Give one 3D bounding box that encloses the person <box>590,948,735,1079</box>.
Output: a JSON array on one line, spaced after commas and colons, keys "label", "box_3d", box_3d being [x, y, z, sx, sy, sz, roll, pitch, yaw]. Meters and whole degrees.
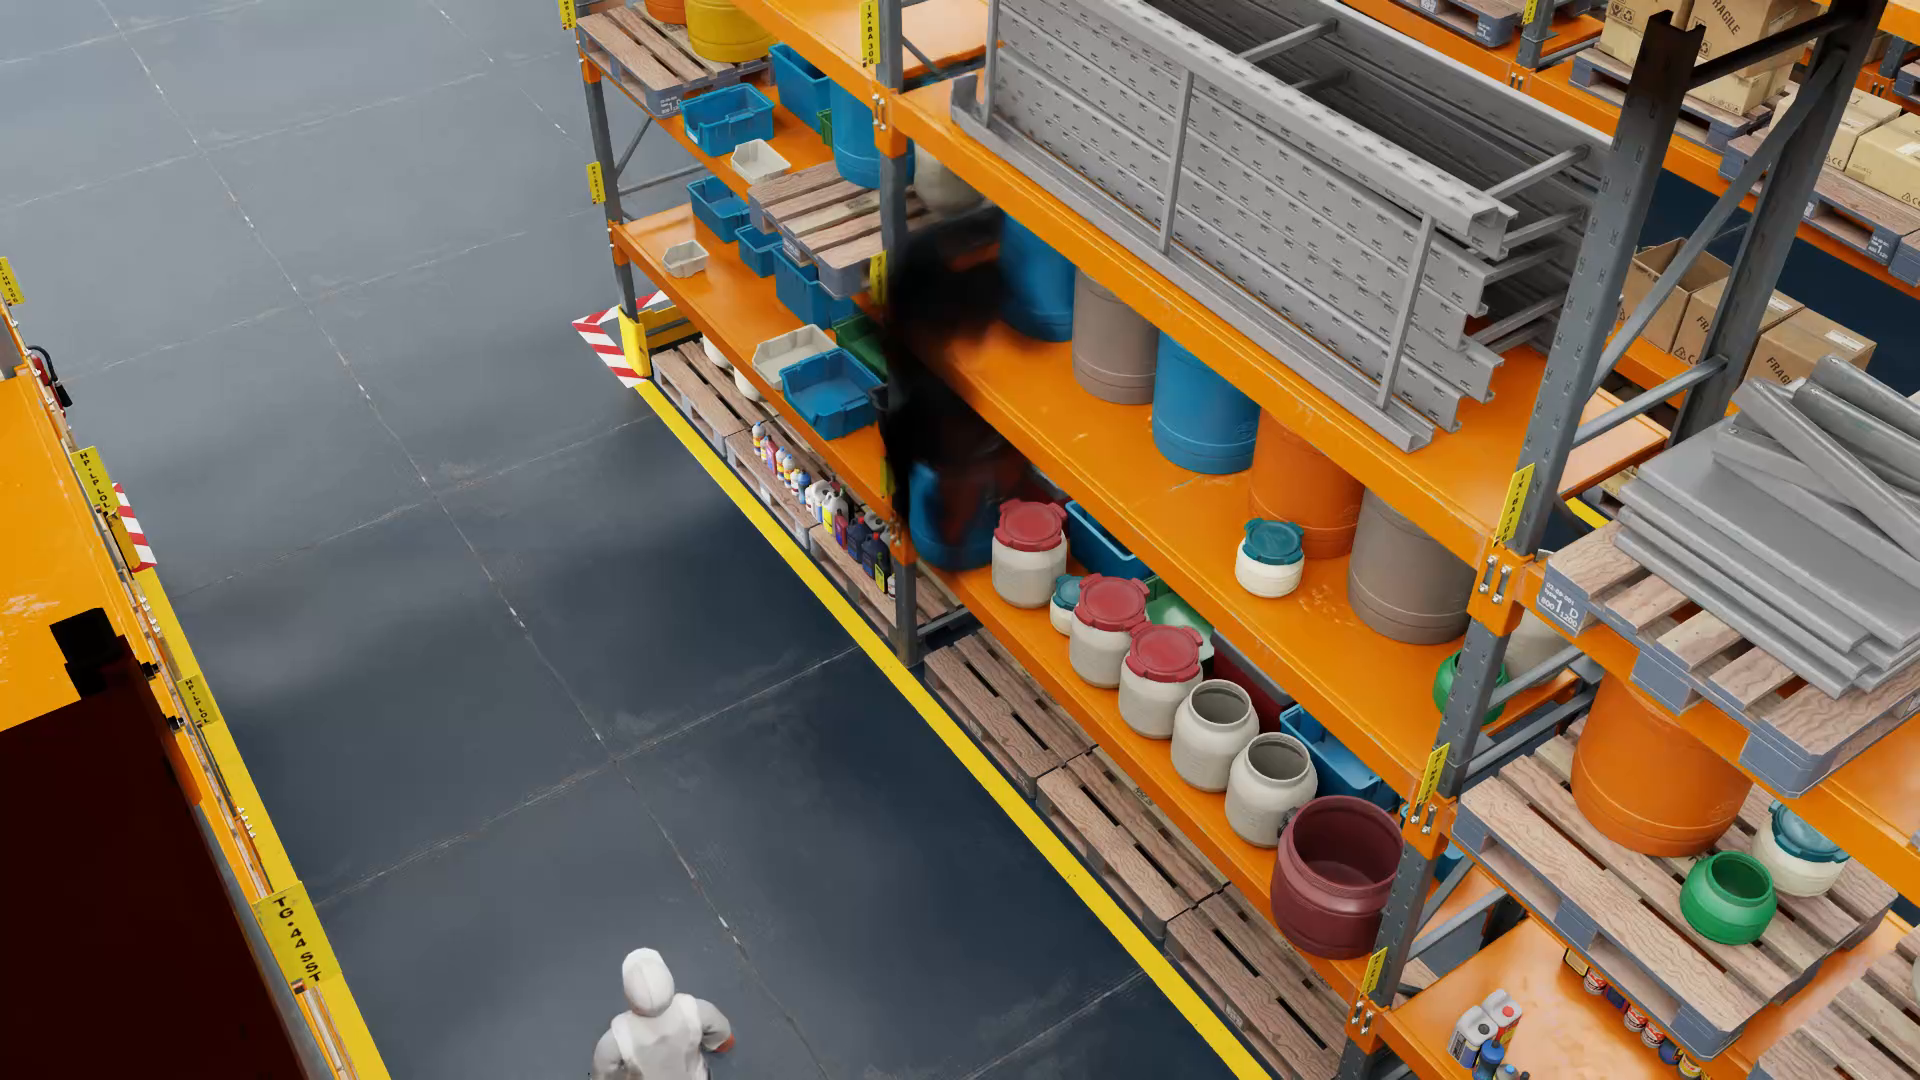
[{"label": "person", "box_3d": [-1.277, 2.479, 7.345, 0.659, 1.767, 0.675, -20, 46, -20]}]
